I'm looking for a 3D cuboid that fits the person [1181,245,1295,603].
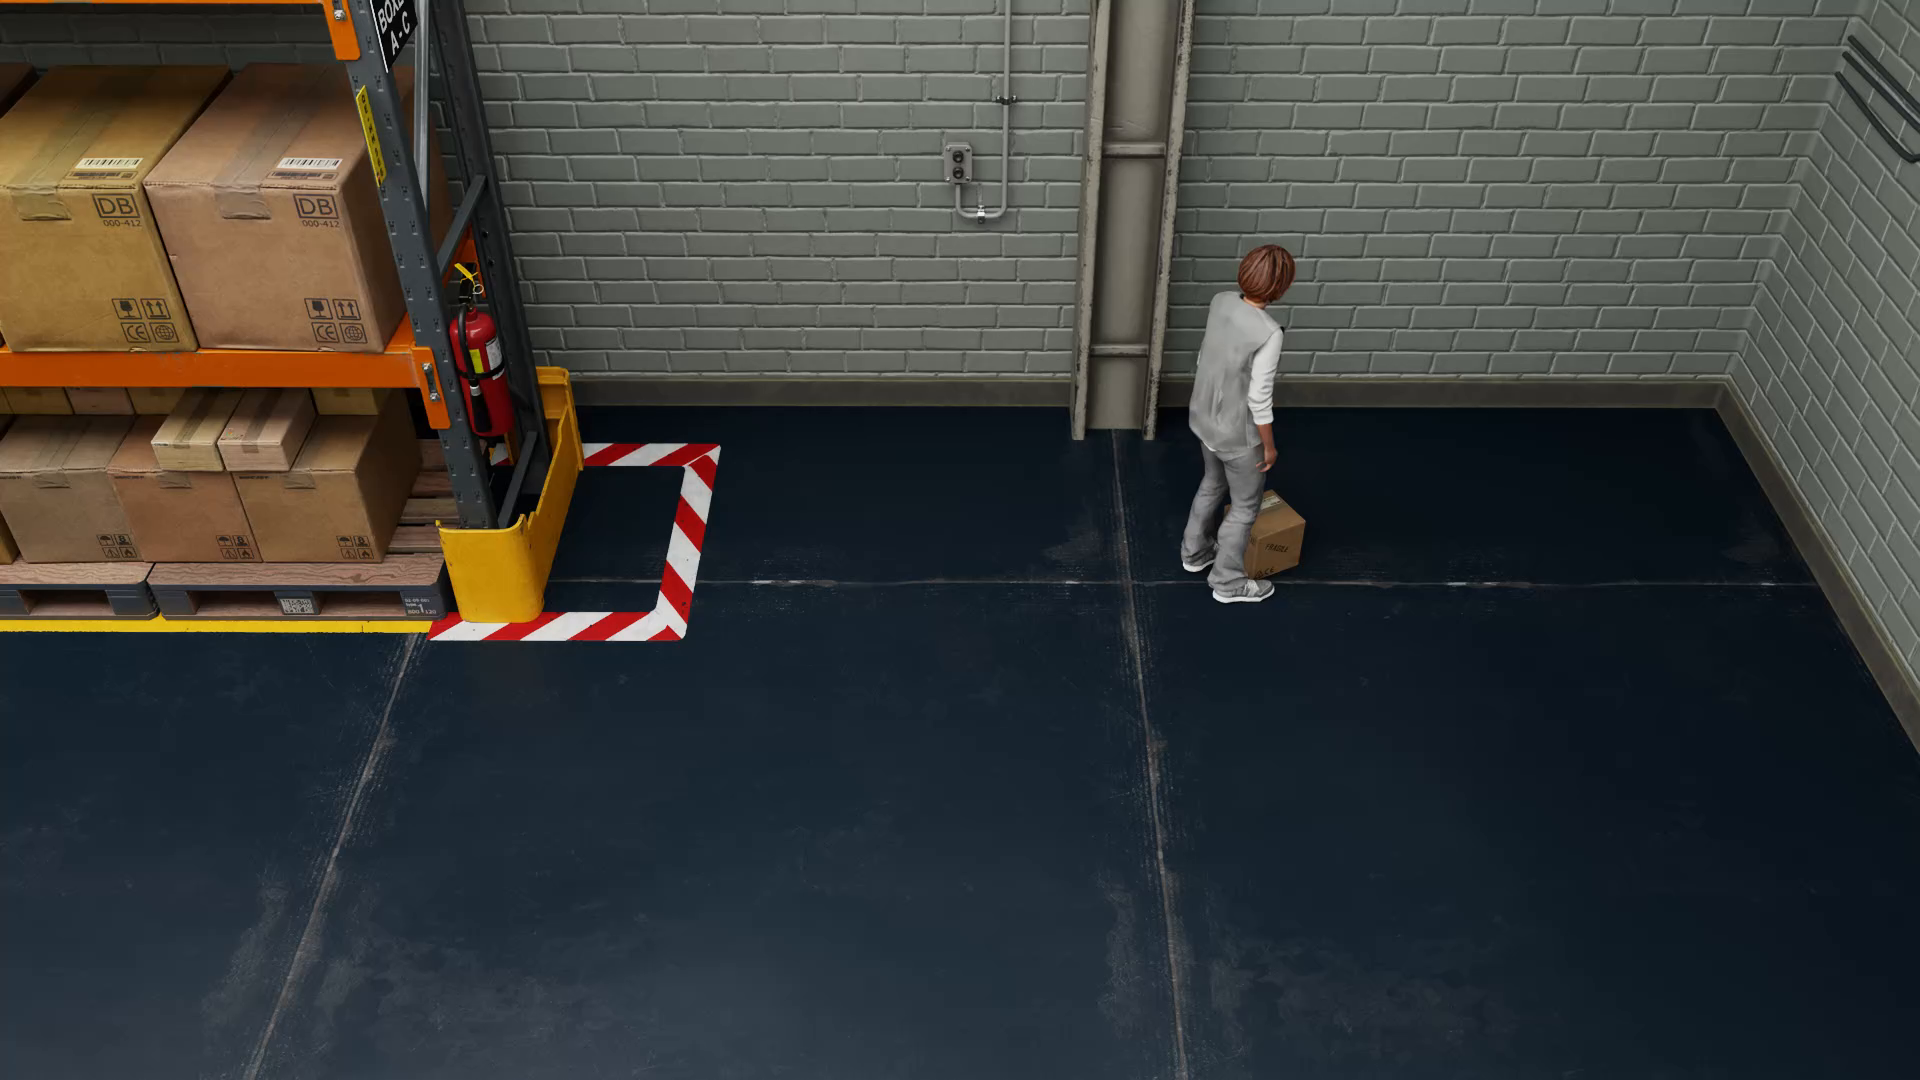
[{"bbox_3d":[1.107,-0.454,6.703,0.344,1.592,0.461,-17,43,-19],"label":"person"}]
